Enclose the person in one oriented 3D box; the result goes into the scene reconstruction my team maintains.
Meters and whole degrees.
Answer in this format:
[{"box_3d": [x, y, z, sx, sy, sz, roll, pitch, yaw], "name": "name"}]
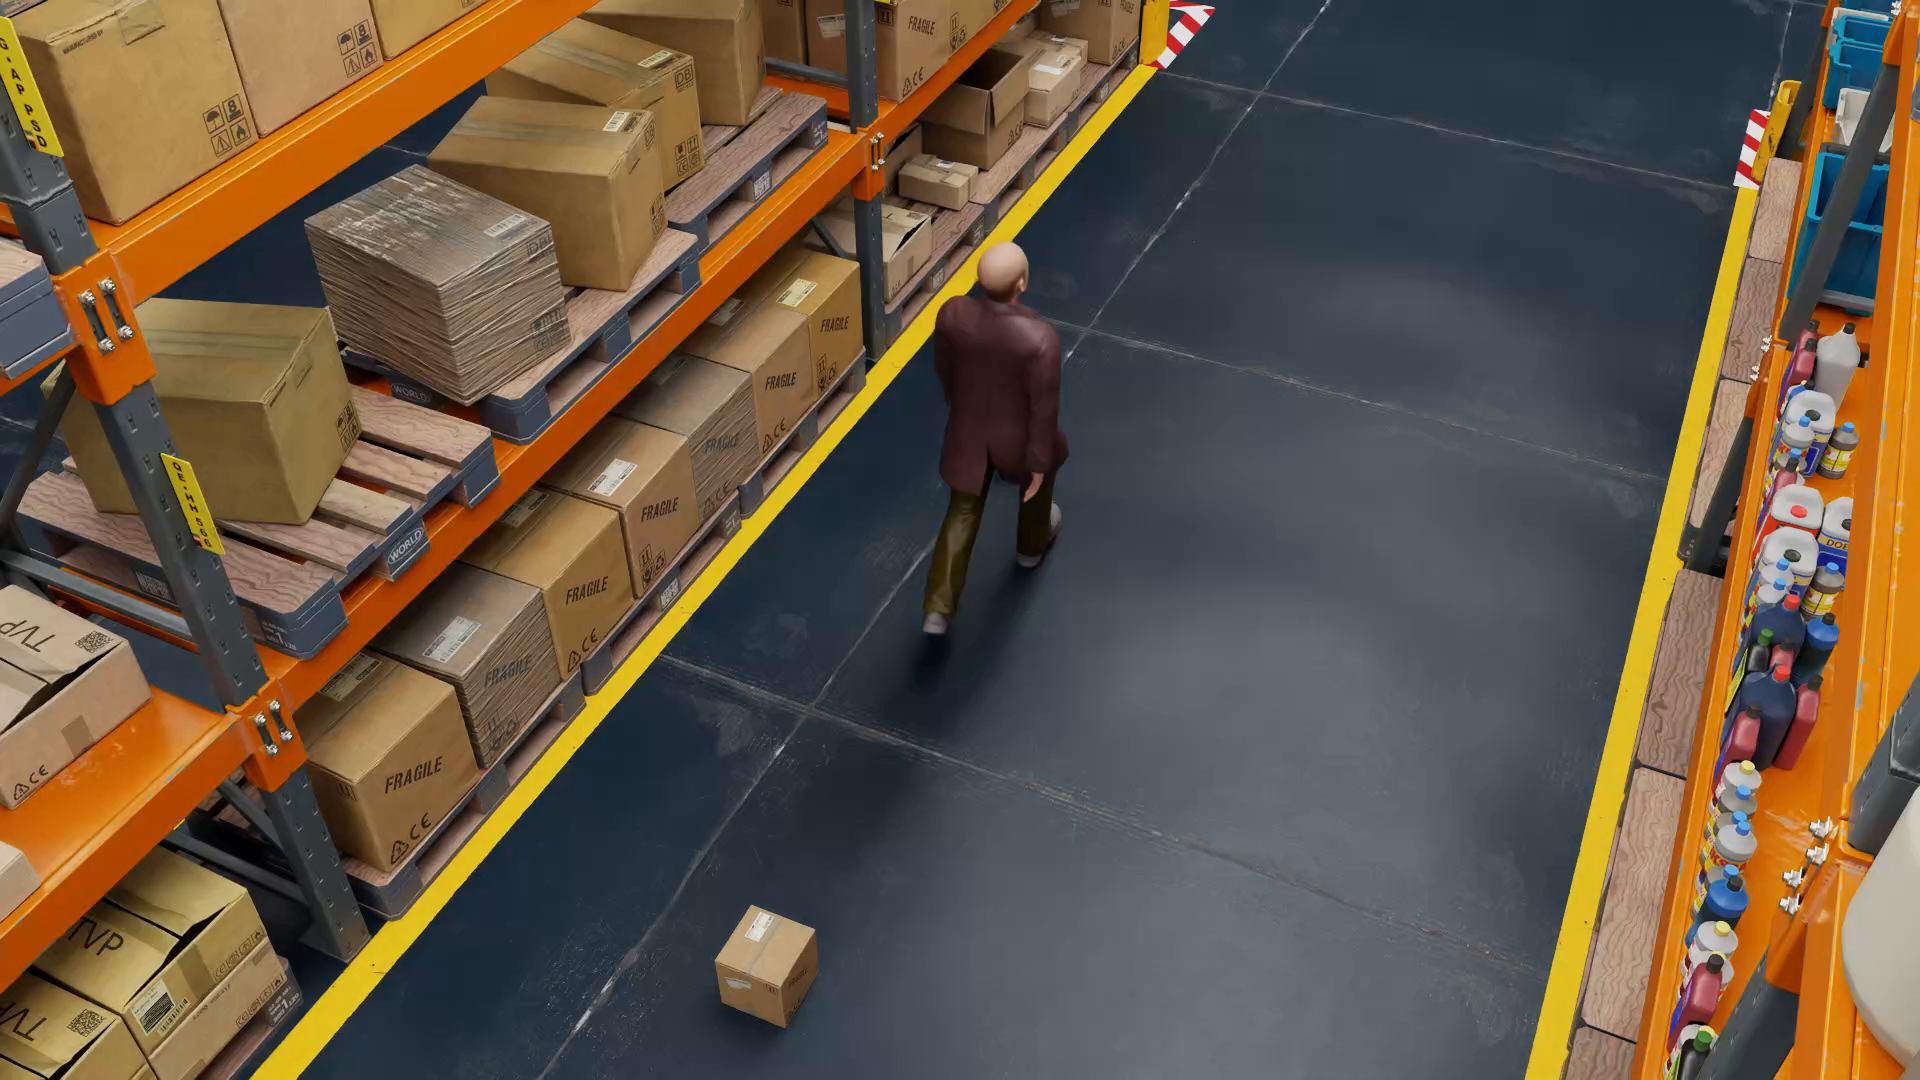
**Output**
[{"box_3d": [0.148, -0.436, 6.657, 0.565, 1.733, 1.095, 15, 44, 16], "name": "person"}]
